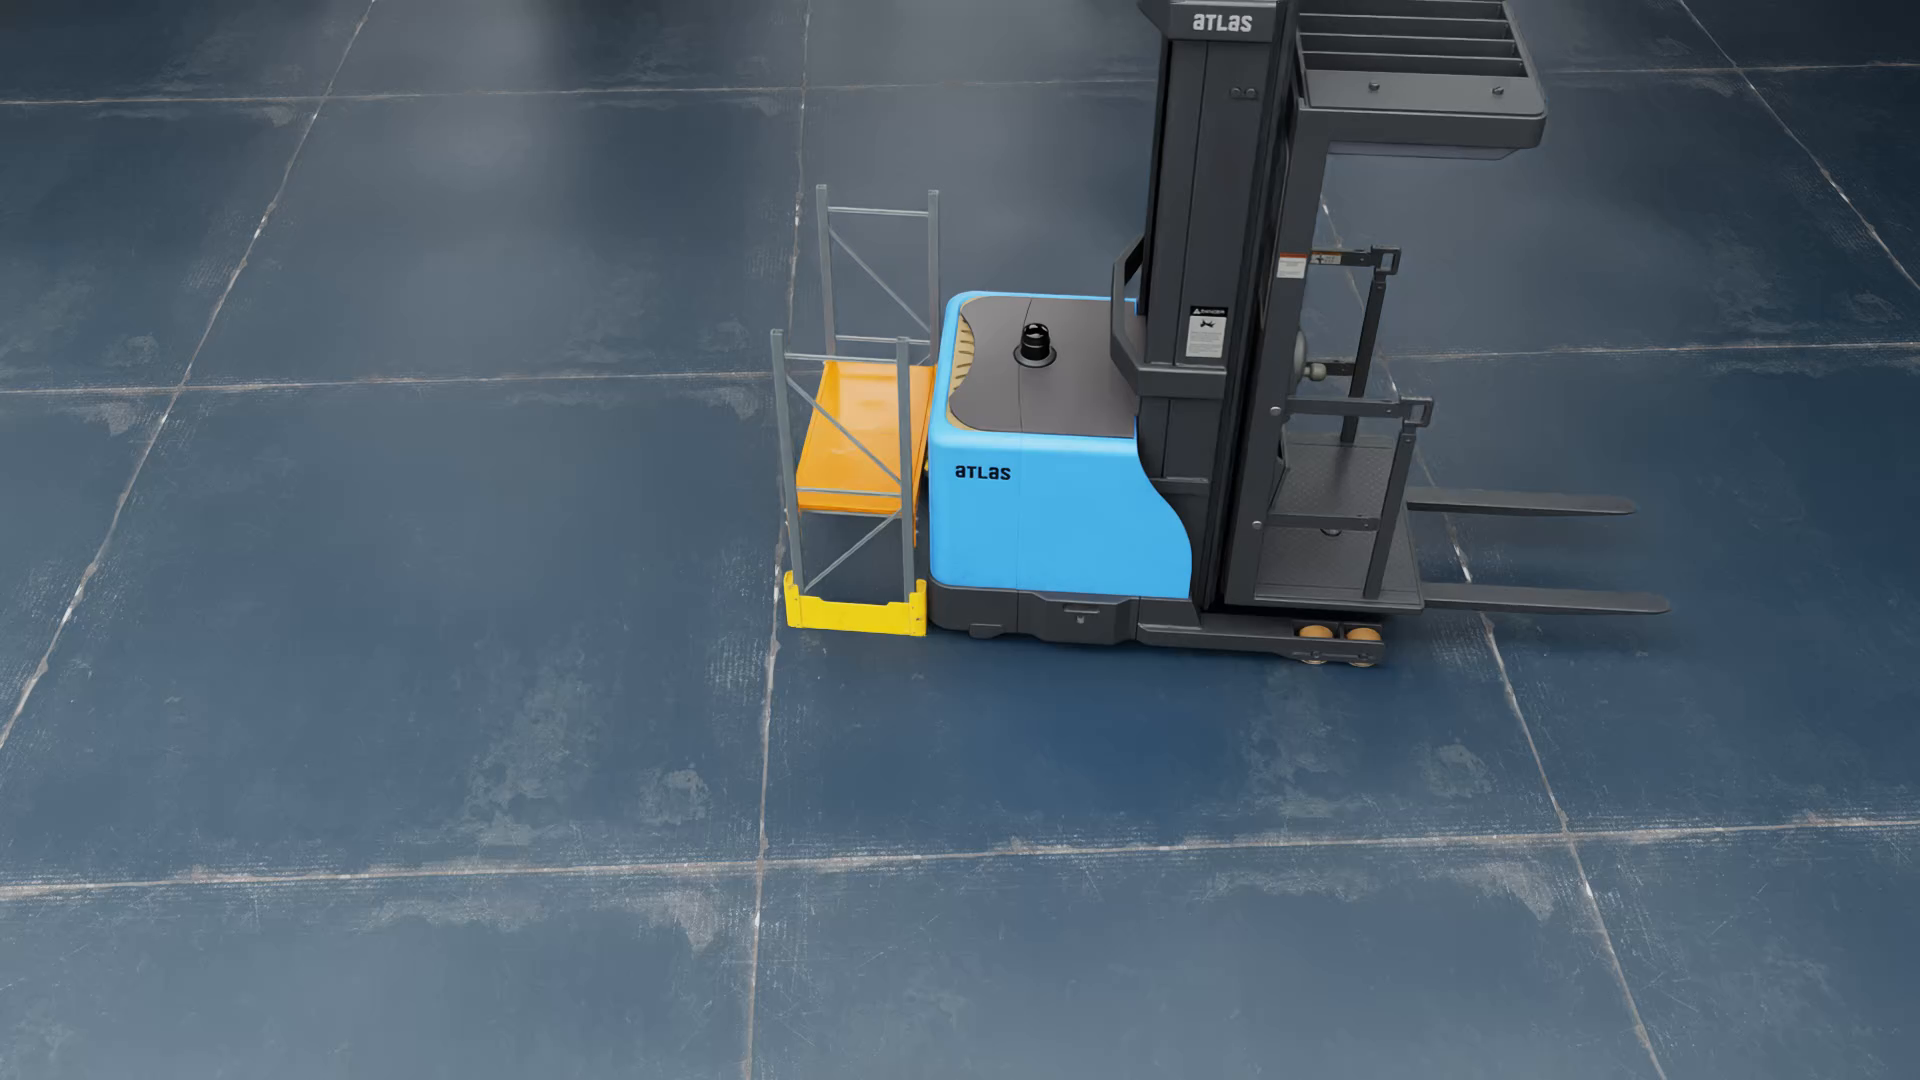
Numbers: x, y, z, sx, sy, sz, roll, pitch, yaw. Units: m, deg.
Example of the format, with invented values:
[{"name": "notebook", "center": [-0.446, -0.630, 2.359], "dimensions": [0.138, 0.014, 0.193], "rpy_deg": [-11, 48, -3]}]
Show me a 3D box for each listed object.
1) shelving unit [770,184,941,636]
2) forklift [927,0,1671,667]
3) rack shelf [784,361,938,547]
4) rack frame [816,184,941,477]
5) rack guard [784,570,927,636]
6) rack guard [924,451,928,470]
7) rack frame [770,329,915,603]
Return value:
[{"name": "shelving unit", "center": [-0.384, -0.531, 6.869], "dimensions": [0.587, 1.500, 1.083], "rpy_deg": [4, 43, 4]}, {"name": "forklift", "center": [1.408, -0.936, 6.251], "dimensions": [3.031, 2.935, 1.130], "rpy_deg": [3, 43, 3]}, {"name": "rack shelf", "center": [-0.384, -0.393, 6.984], "dimensions": [0.538, 0.185, 1.000], "rpy_deg": [4, 43, 4]}, {"name": "rack frame", "center": [-0.335, -0.867, 7.236], "dimensions": [0.500, 1.500, 0.032], "rpy_deg": [4, 43, 4]}, {"name": "rack guard", "center": [-0.432, 0.264, 6.926], "dimensions": [0.587, 0.250, 0.087], "rpy_deg": [4, 43, 4]}, {"name": "rack guard", "center": [-0.335, -0.405, 7.657], "dimensions": [0.587, 0.250, 0.087], "rpy_deg": [4, 43, 4]}, {"name": "rack frame", "center": [-0.434, -0.183, 6.490], "dimensions": [0.500, 1.500, 0.032], "rpy_deg": [4, 43, 4]}]
